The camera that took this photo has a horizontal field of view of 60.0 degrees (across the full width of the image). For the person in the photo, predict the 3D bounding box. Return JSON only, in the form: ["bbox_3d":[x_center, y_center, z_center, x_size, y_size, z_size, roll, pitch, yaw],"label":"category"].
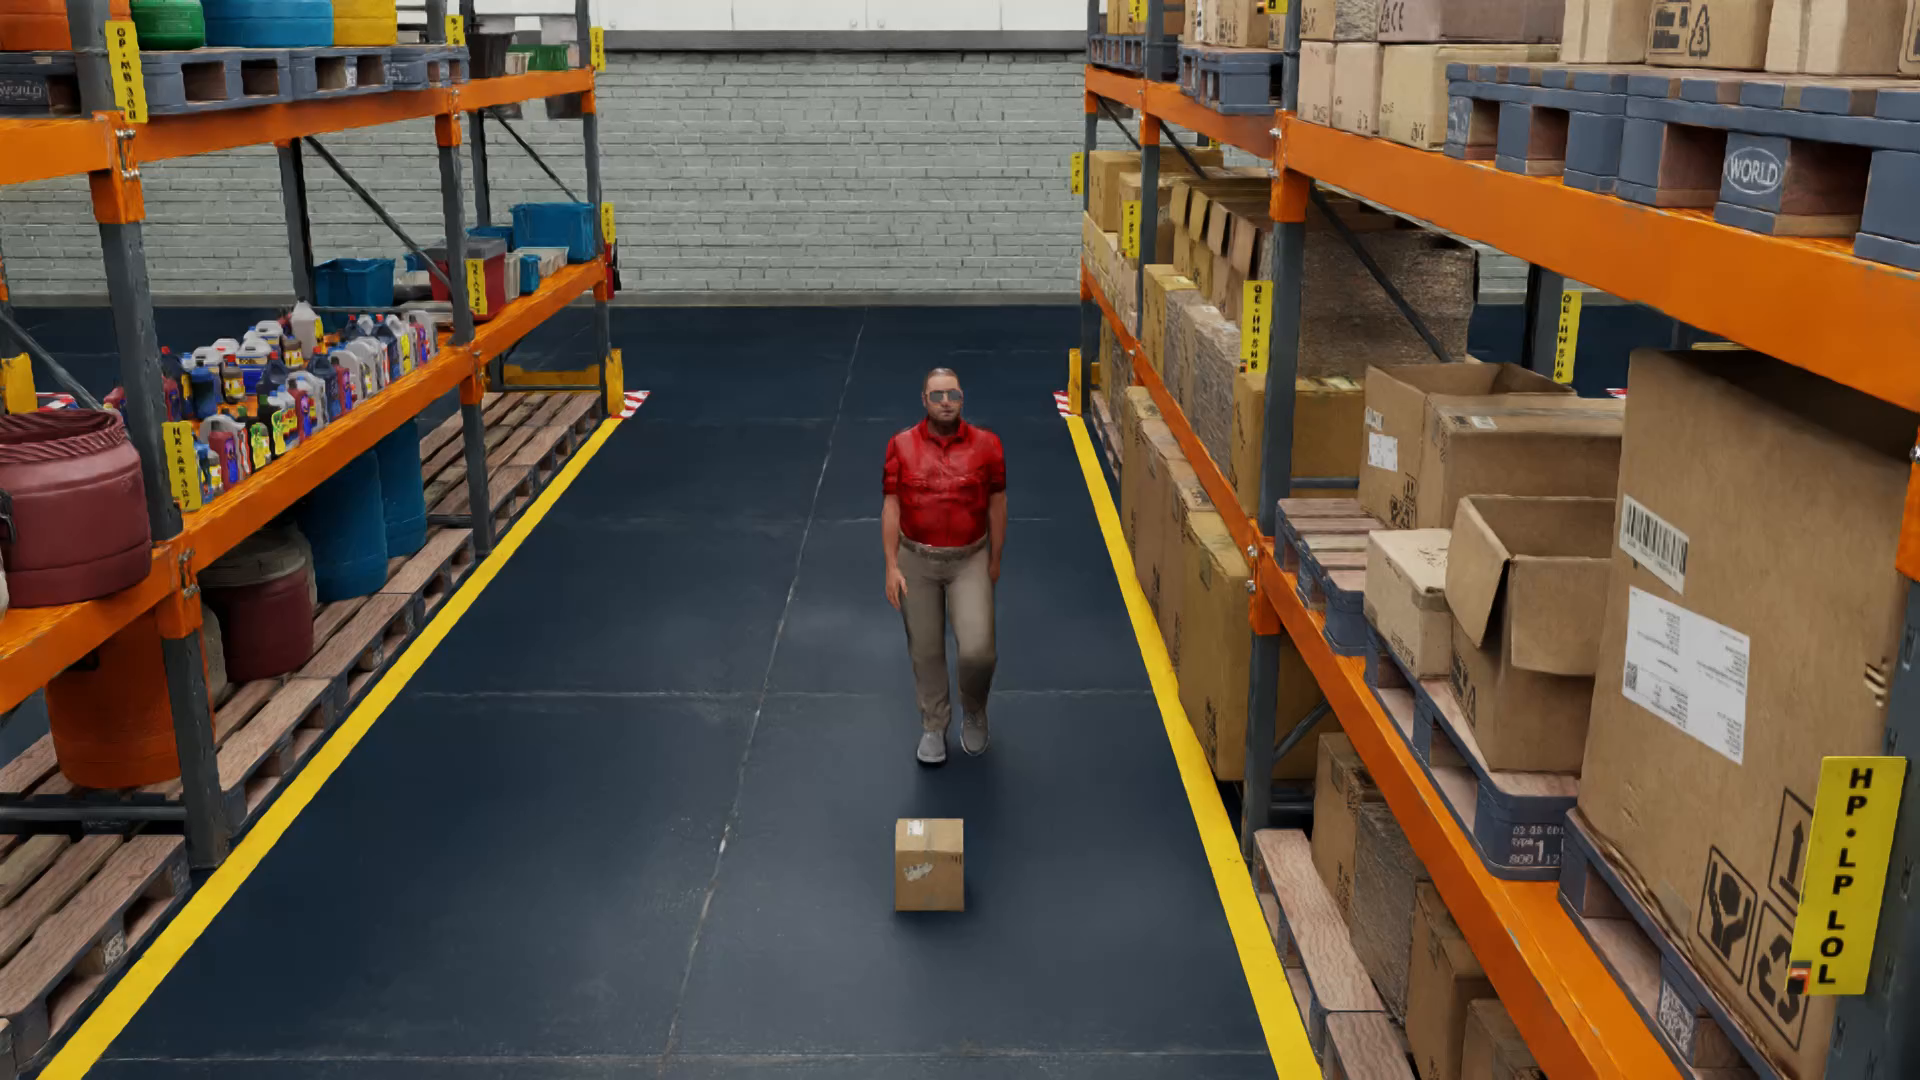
[{"bbox_3d":[-0.069,0.139,7.101,0.531,1.743,0.444,1,17,3],"label":"person"}]
